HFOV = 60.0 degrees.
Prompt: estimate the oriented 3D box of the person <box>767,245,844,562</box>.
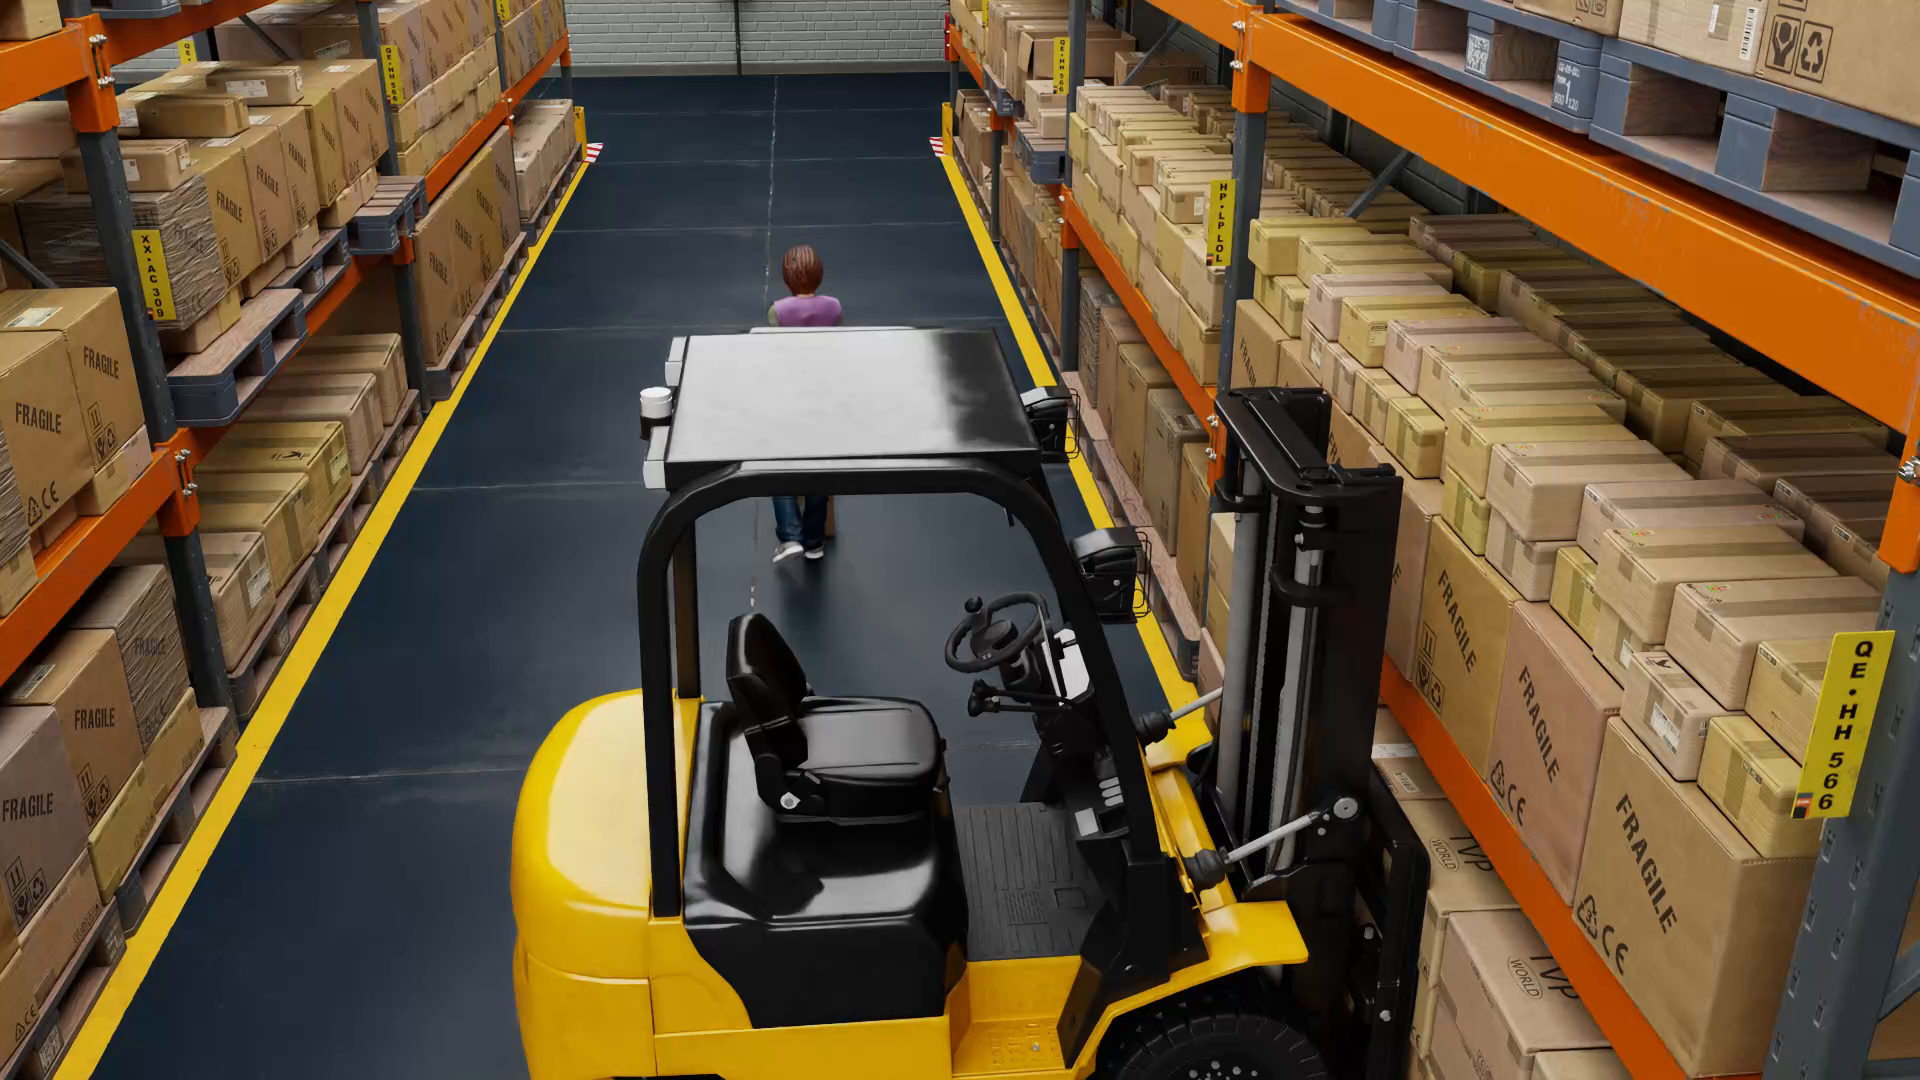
[{"bbox_3d":[-0.748,-0.629,8.002,0.432,1.573,0.425,-7,25,-14],"label":"person"}]
